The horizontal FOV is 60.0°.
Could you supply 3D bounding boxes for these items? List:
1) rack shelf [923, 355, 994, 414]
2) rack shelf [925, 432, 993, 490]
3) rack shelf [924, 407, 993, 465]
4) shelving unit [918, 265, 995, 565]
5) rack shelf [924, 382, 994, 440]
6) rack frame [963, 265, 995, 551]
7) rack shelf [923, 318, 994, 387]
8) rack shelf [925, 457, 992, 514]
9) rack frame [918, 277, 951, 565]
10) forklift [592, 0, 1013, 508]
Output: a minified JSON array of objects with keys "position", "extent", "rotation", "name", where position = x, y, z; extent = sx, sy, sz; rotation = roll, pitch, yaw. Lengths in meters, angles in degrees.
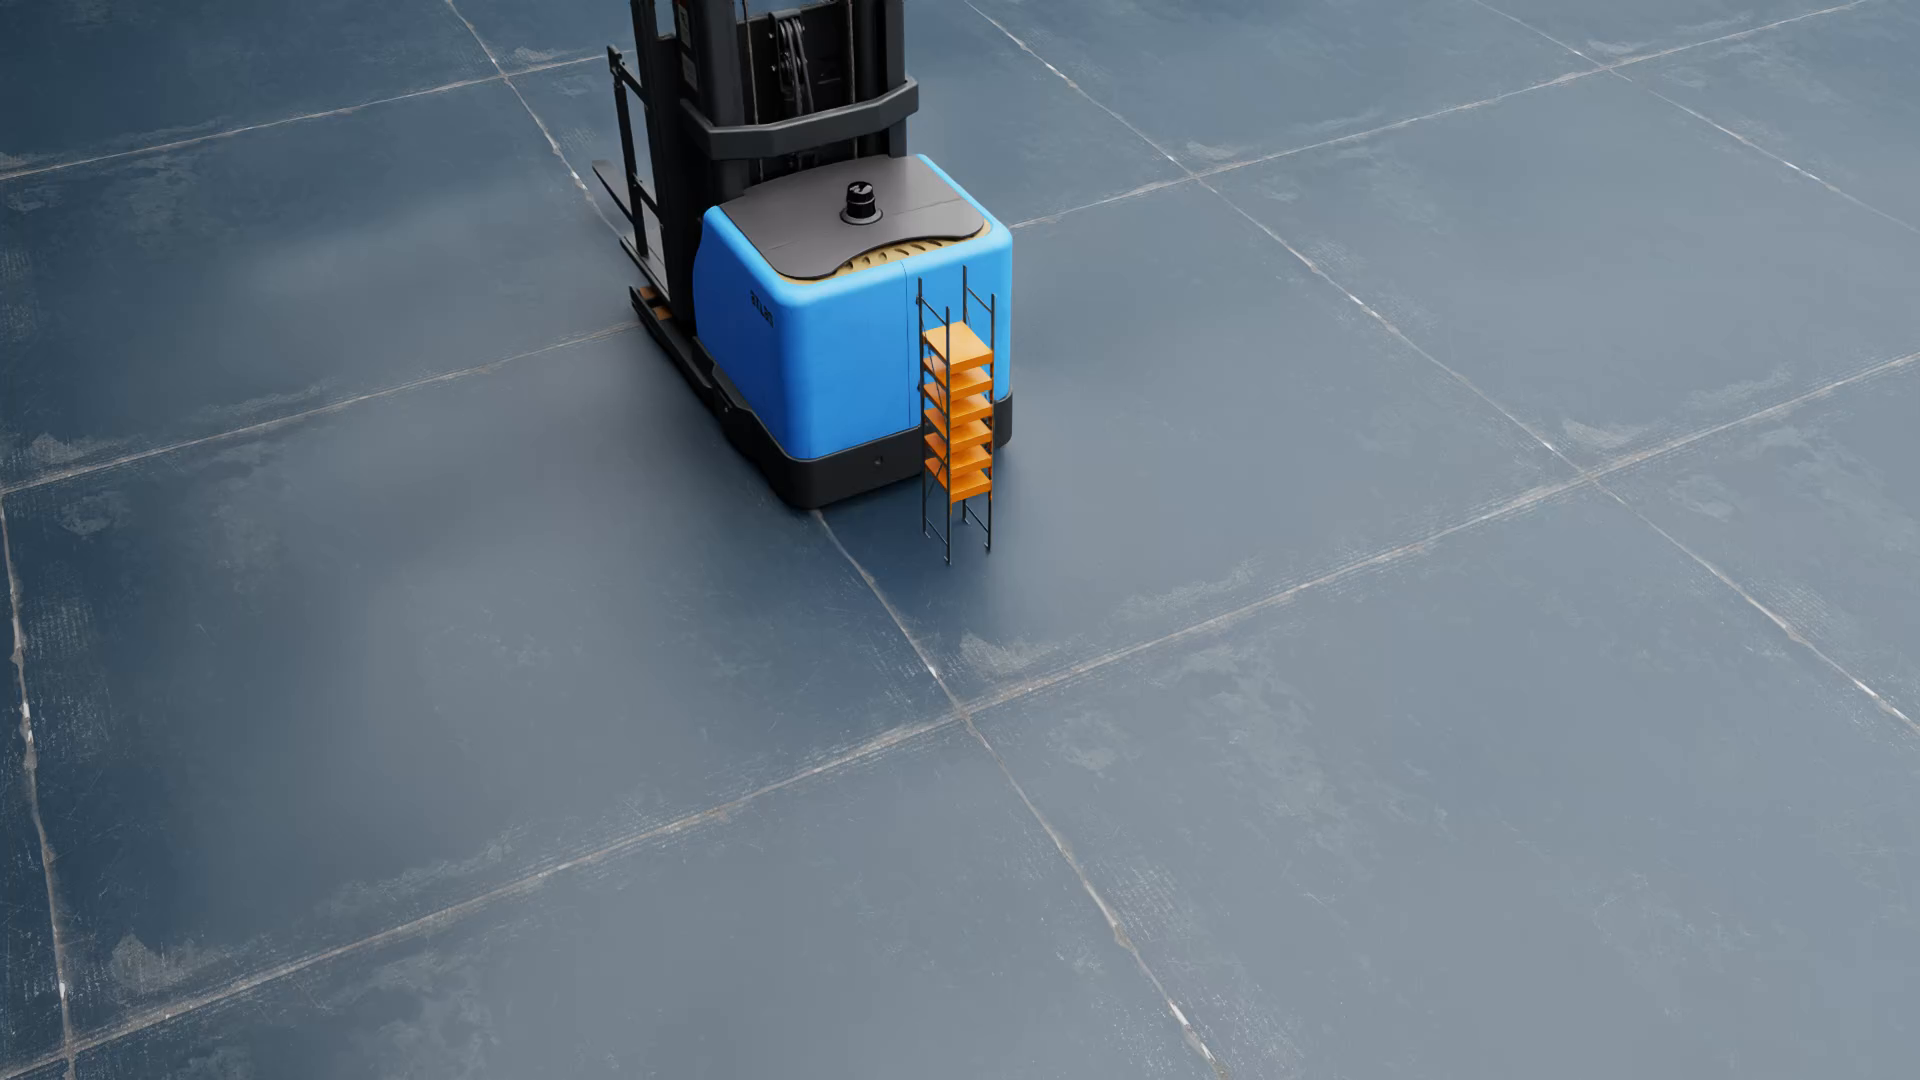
[{"position":[-0.013,-0.603,6.231],"extent":[0.180,0.103,0.258],"rotation":[-19,44,-21],"name":"rack shelf"},{"position":[-0.013,-0.328,6.463],"extent":[0.180,0.103,0.258],"rotation":[-19,44,-21],"name":"rack shelf"},{"position":[-0.013,-0.420,6.386],"extent":[0.180,0.103,0.258],"rotation":[-19,44,-21],"name":"rack shelf"},{"position":[-0.013,-0.454,6.357],"extent":[0.189,1.200,0.258],"rotation":[-19,44,-21],"name":"shelving unit"},{"position":[-0.013,-0.511,6.308],"extent":[0.180,0.103,0.258],"rotation":[-19,44,-21],"name":"rack shelf"},{"position":[0.068,-0.481,6.390],"extent":[0.006,1.200,0.240],"rotation":[-19,44,-21],"name":"rack frame"},{"position":[-0.013,-0.694,6.153],"extent":[0.180,0.103,0.258],"rotation":[-19,44,-21],"name":"rack shelf"},{"position":[-0.013,-0.237,6.541],"extent":[0.180,0.103,0.258],"rotation":[-19,44,-21],"name":"rack shelf"},{"position":[-0.094,-0.426,6.325],"extent":[0.006,1.200,0.240],"rotation":[-19,44,-21],"name":"rack frame"},{"position":[-0.922,-2.190,7.068],"extent":[1.130,2.935,3.031],"rotation":[-19,44,-21],"name":"forklift"}]
